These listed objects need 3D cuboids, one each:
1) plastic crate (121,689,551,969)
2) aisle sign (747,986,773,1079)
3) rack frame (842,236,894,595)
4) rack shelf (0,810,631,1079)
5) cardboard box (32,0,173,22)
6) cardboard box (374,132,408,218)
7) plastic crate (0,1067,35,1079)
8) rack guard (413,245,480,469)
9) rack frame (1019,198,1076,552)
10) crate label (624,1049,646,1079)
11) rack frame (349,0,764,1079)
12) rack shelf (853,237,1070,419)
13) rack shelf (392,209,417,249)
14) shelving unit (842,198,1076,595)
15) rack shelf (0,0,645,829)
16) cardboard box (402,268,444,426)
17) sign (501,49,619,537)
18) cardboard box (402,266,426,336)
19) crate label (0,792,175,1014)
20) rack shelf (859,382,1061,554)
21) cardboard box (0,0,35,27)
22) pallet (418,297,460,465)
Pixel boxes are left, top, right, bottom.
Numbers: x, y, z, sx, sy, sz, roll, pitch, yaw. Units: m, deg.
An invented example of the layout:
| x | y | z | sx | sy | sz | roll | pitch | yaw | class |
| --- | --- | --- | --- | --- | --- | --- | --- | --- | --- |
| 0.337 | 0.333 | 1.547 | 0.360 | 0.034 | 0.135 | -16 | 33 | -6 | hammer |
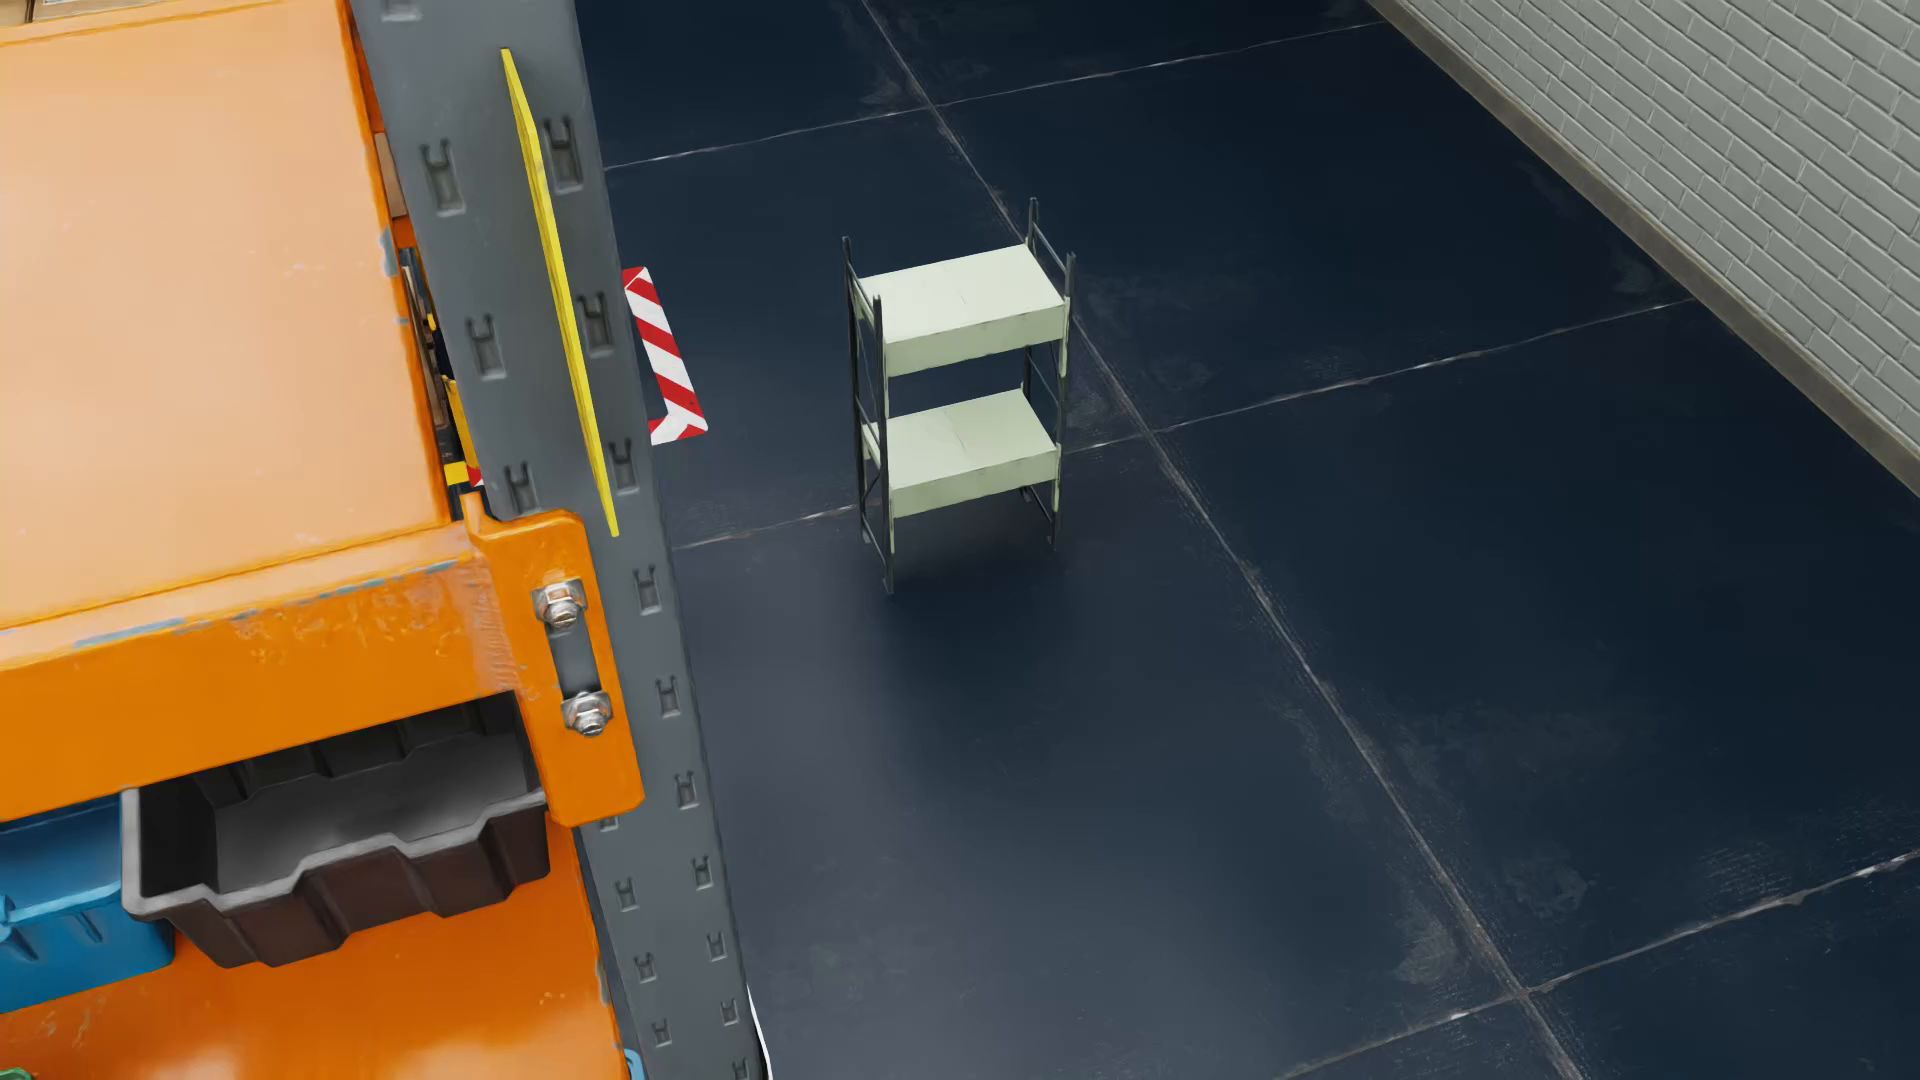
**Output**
| x | y | z | sx | sy | sz | roll | pitch | yaw | class |
| --- | --- | --- | --- | --- | --- | --- | --- | --- | --- |
| -0.916 | 0.387 | 2.530 | 0.590 | 0.269 | 0.497 | -14 | 47 | -14 | plastic crate |
| -0.292 | 0.753 | 2.356 | 0.004 | 0.787 | 0.394 | -14 | 47 | -14 | aisle sign |
| -0.351 | -0.440 | 6.439 | 0.023 | 1.500 | 0.400 | -14 | 47 | -14 | rack frame |
| -2.340 | 1.169 | 2.167 | 4.000 | 0.370 | 1.077 | -14 | 47 | -14 | rack shelf |
| -2.938 | -1.784 | 5.943 | 0.500 | 0.500 | 0.500 | -13 | 47 | -13 | cardboard box |
| -2.466 | -1.554 | 6.420 | 0.500 | 0.500 | 0.500 | -13 | 47 | -13 | cardboard box |
| -1.290 | 0.936 | 2.040 | 0.336 | 0.188 | 0.450 | -14 | 47 | -14 | plastic crate |
| -2.209 | -0.907 | 7.611 | 0.348 | 0.500 | 1.175 | -14 | 47 | -14 | rack guard |
| 0.338 | -0.616 | 6.614 | 0.023 | 1.500 | 0.400 | -14 | 47 | -14 | rack frame |
| -0.803 | 1.371 | 3.651 | 0.303 | 0.233 | 0.416 | -14 | 47 | -14 | crate label |
| -0.459 | -0.625 | 1.329 | 0.127 | 3.000 | 1.000 | -14 | 47 | -14 | rack frame |
| -0.006 | -0.803 | 6.250 | 0.720 | 0.370 | 0.431 | -14 | 47 | -14 | rack shelf |
| -4.019 | -1.073 | 6.519 | 4.000 | 0.370 | 1.077 | -14 | 47 | -14 | rack shelf |
| -0.006 | -0.528 | 6.526 | 0.755 | 1.500 | 0.431 | -14 | 47 | -14 | shelving unit |
| -2.340 | 0.251 | 1.246 | 4.000 | 0.370 | 1.077 | -14 | 47 | -14 | rack shelf |
| -2.565 | -0.786 | 7.179 | 0.500 | 0.500 | 0.500 | -14 | 47 | -14 | cardboard box |
| -0.257 | -0.148 | 1.082 | 0.005 | 0.325 | 0.100 | -14 | 47 | -14 | sign |
| -2.648 | -1.085 | 7.725 | 0.250 | 0.149 | 0.380 | -14 | 47 | -14 | cardboard box |
| -1.437 | 0.493 | 2.437 | 0.502 | 0.251 | 0.408 | -14 | 47 | -14 | crate label |
| -0.006 | -0.298 | 6.757 | 0.720 | 0.370 | 0.431 | -14 | 47 | -14 | rack shelf |
| -3.424 | -1.656 | 5.816 | 0.500 | 0.500 | 0.500 | -13 | 47 | -13 | cardboard box |
| -2.959 | -0.613 | 7.521 | 1.213 | 0.211 | 1.003 | -14 | 47 | -14 | pallet |
